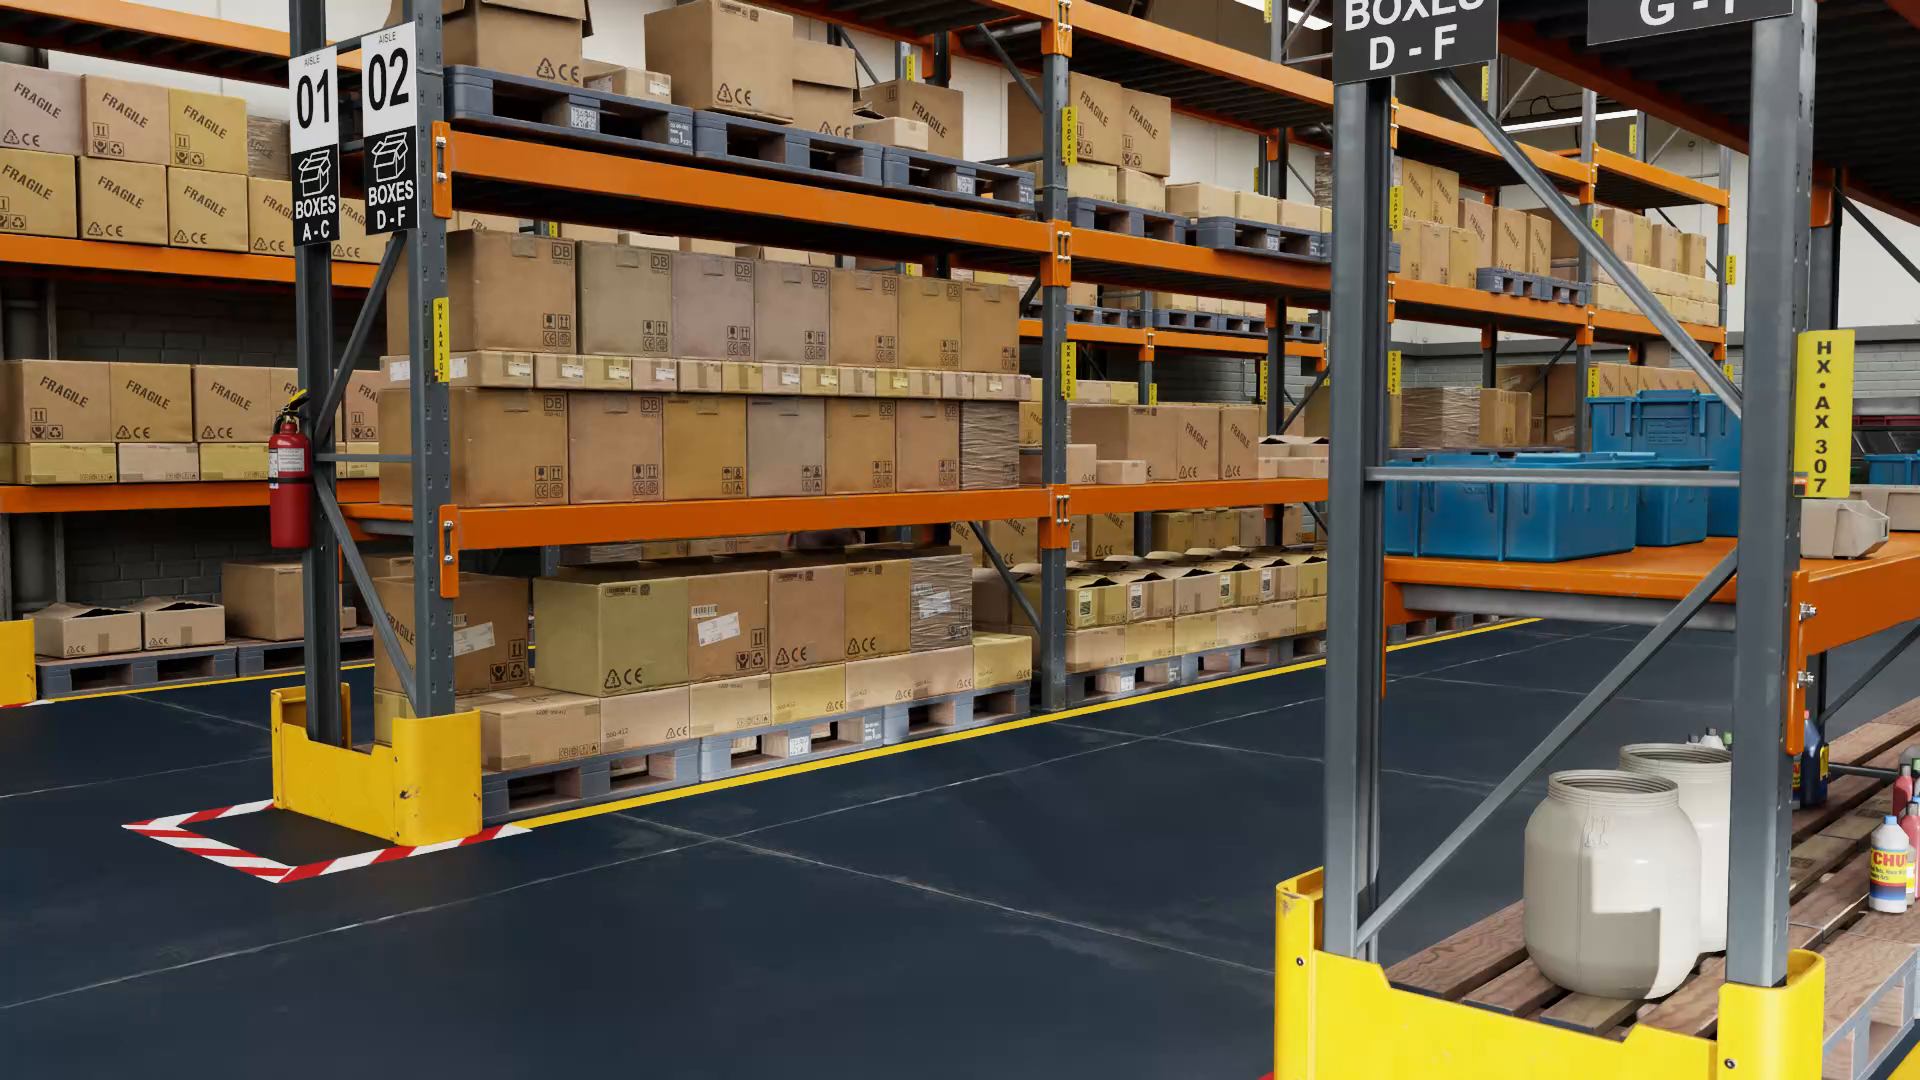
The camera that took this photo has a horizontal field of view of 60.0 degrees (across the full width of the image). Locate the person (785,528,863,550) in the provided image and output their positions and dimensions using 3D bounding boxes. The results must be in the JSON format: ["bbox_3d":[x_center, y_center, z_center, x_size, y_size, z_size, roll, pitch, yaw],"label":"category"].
[{"bbox_3d":[-1.018,-0.046,12.279,0.625,1.718,0.578,-2,4,-26],"label":"person"}]
